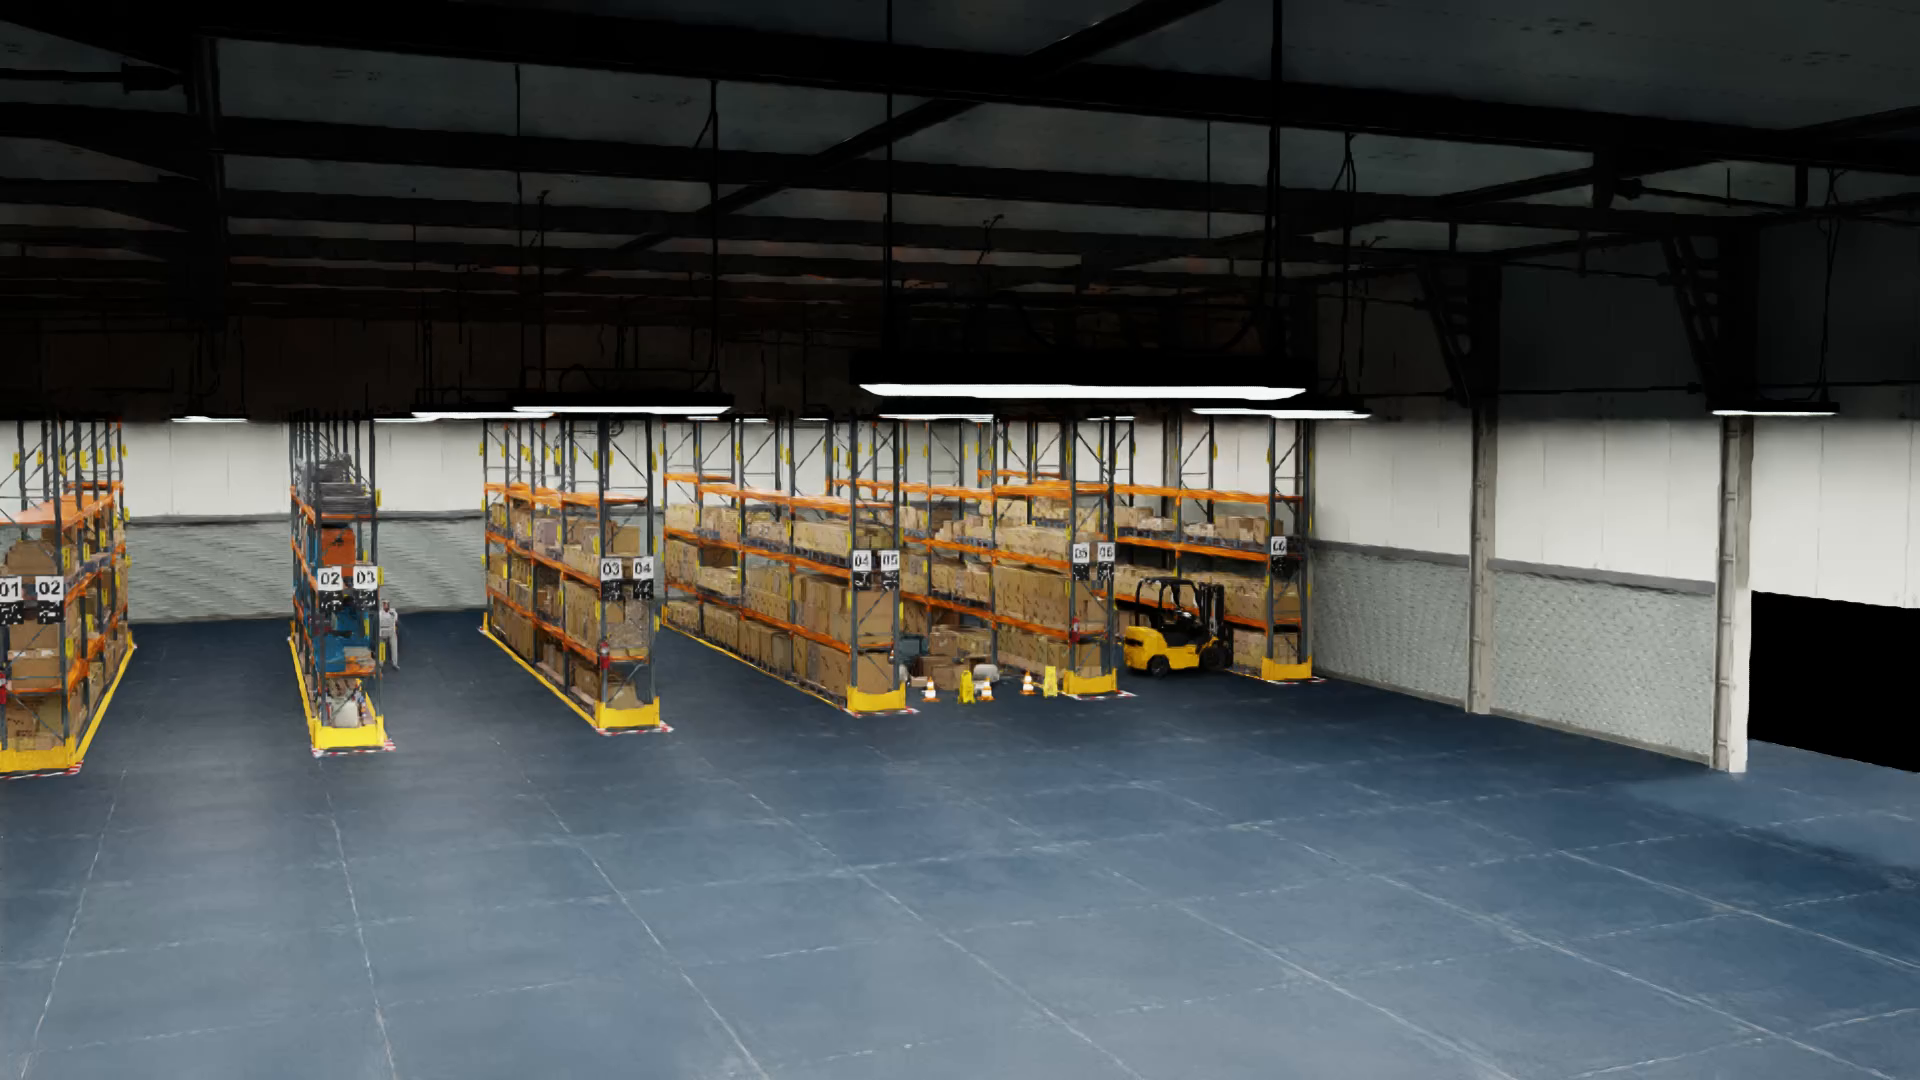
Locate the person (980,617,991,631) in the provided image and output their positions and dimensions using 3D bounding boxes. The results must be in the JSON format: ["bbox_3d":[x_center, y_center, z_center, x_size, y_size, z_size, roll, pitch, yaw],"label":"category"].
[{"bbox_3d":[0.601,1.680,44.934,0.580,1.763,0.671,1,4,8],"label":"person"}]

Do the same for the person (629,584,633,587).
[{"bbox_3d":[-9.958,1.306,51.156,0.651,1.655,0.479,3,5,37],"label":"person"}]

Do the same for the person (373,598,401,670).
[{"bbox_3d":[-13.318,2.159,38.590,0.547,1.670,1.116,-2,4,-25],"label":"person"}]
